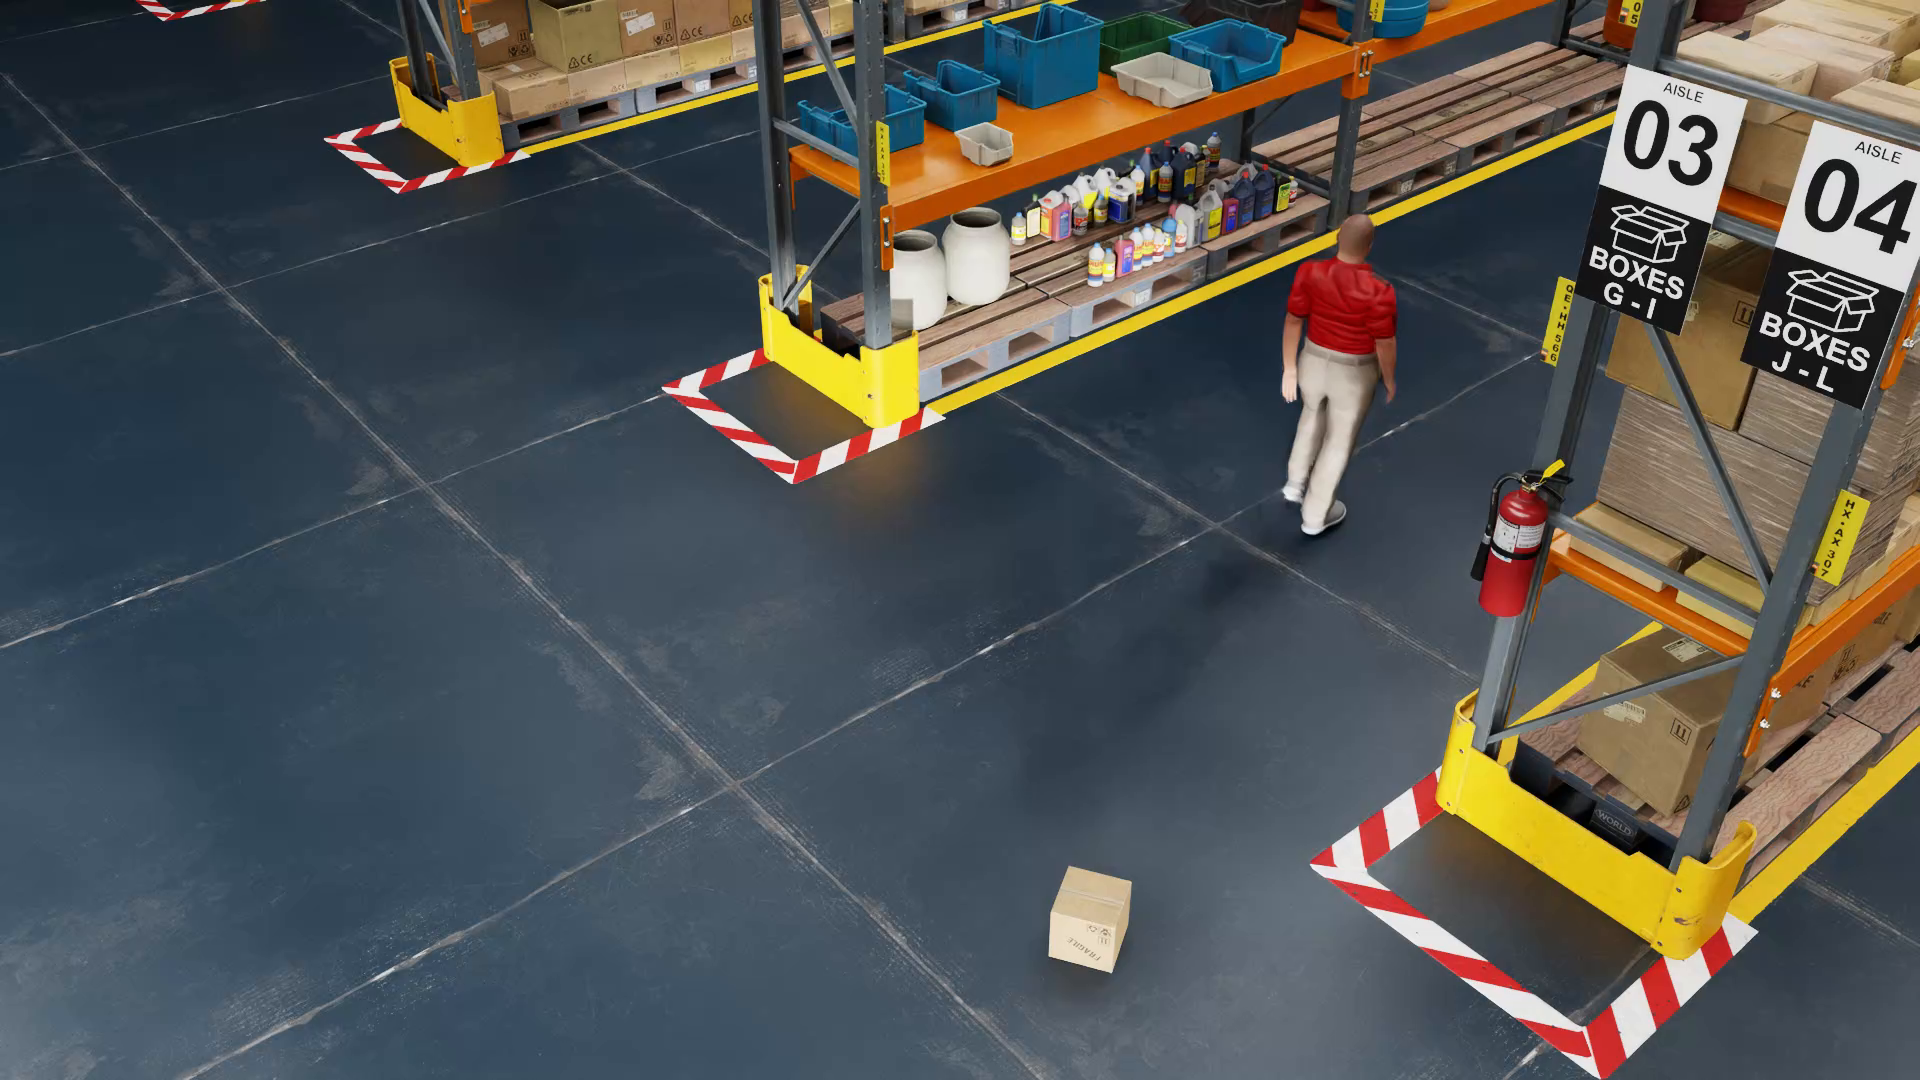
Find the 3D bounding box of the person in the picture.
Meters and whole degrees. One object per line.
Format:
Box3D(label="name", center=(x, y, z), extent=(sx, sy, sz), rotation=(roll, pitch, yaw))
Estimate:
Box3D(label="person", center=(1.894, -0.815, 8.238), extent=(0.535, 1.778, 0.468), rotation=(26, 43, 31))
